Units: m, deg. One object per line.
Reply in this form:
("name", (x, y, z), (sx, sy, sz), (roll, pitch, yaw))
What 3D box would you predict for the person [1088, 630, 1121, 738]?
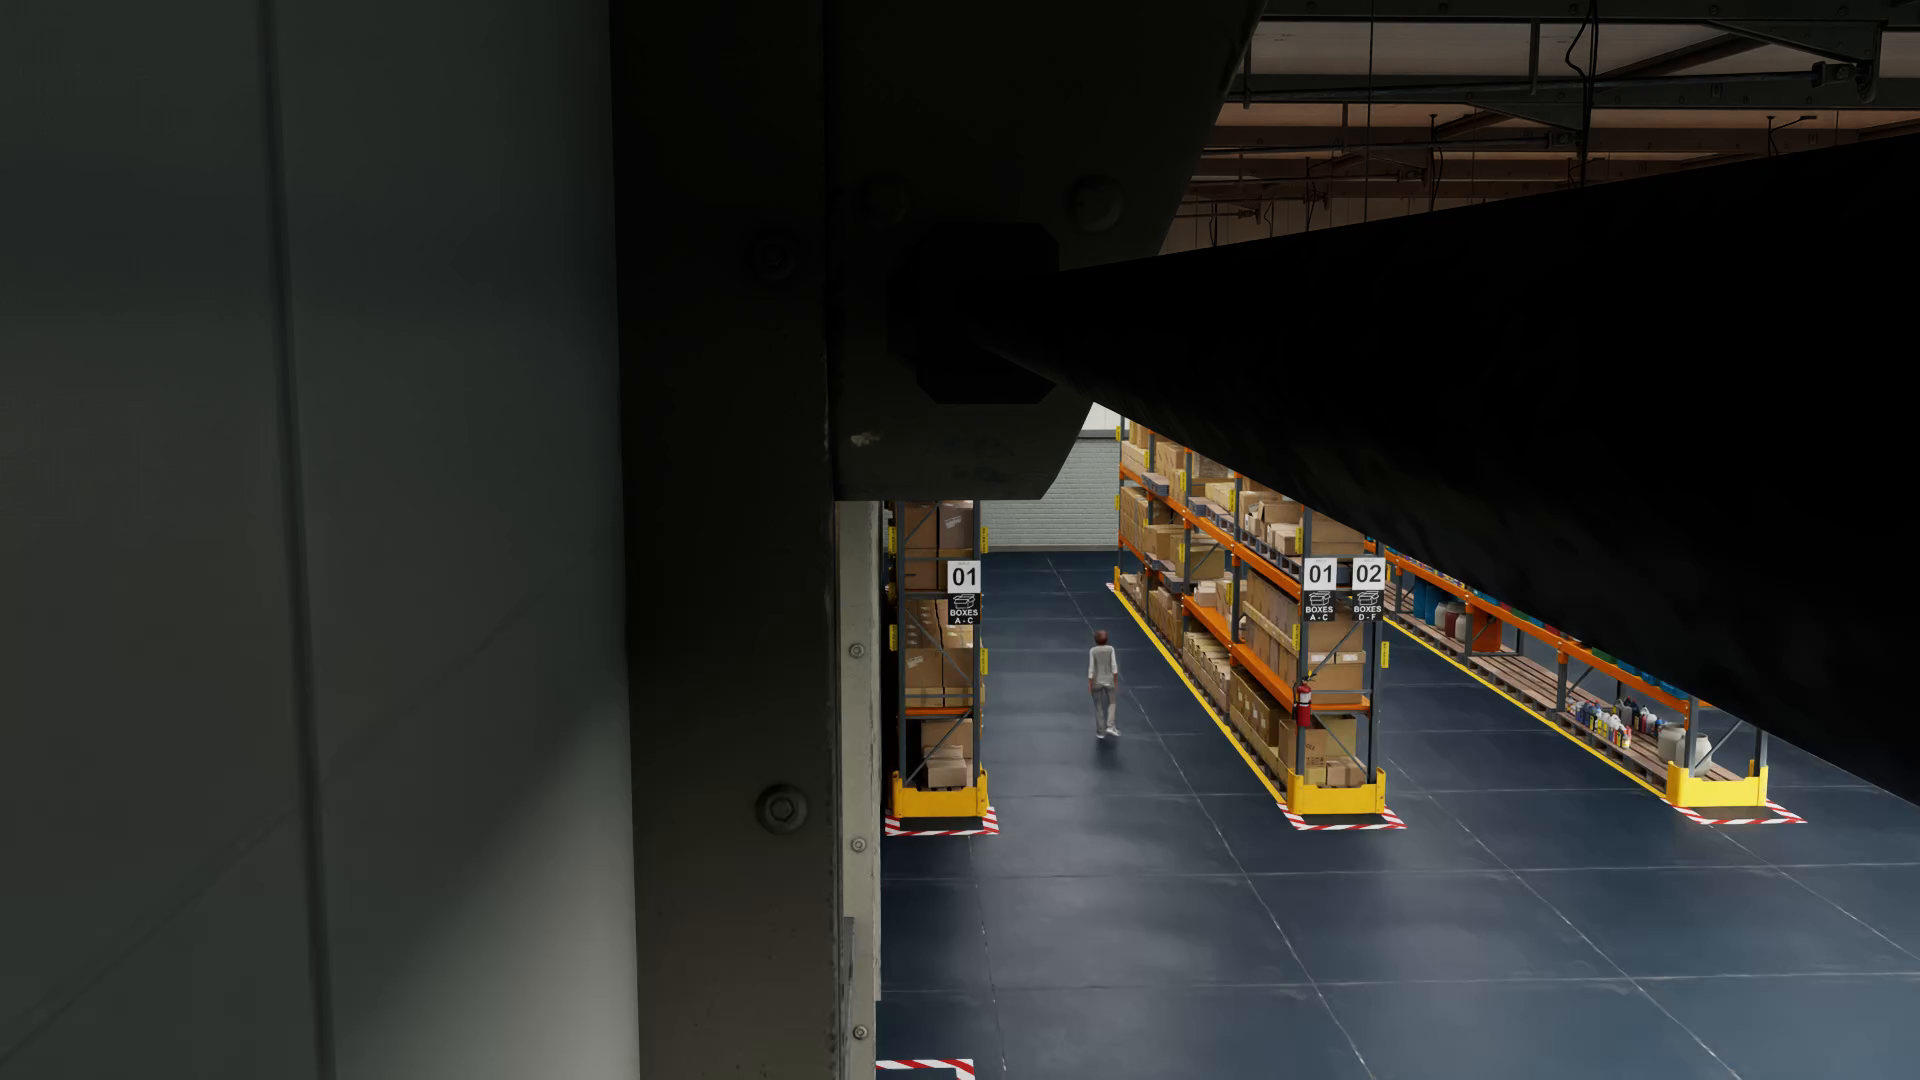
("person", (2.087, 2.097, 24.042), (0.463, 1.594, 0.463), (-1, 8, -5))
